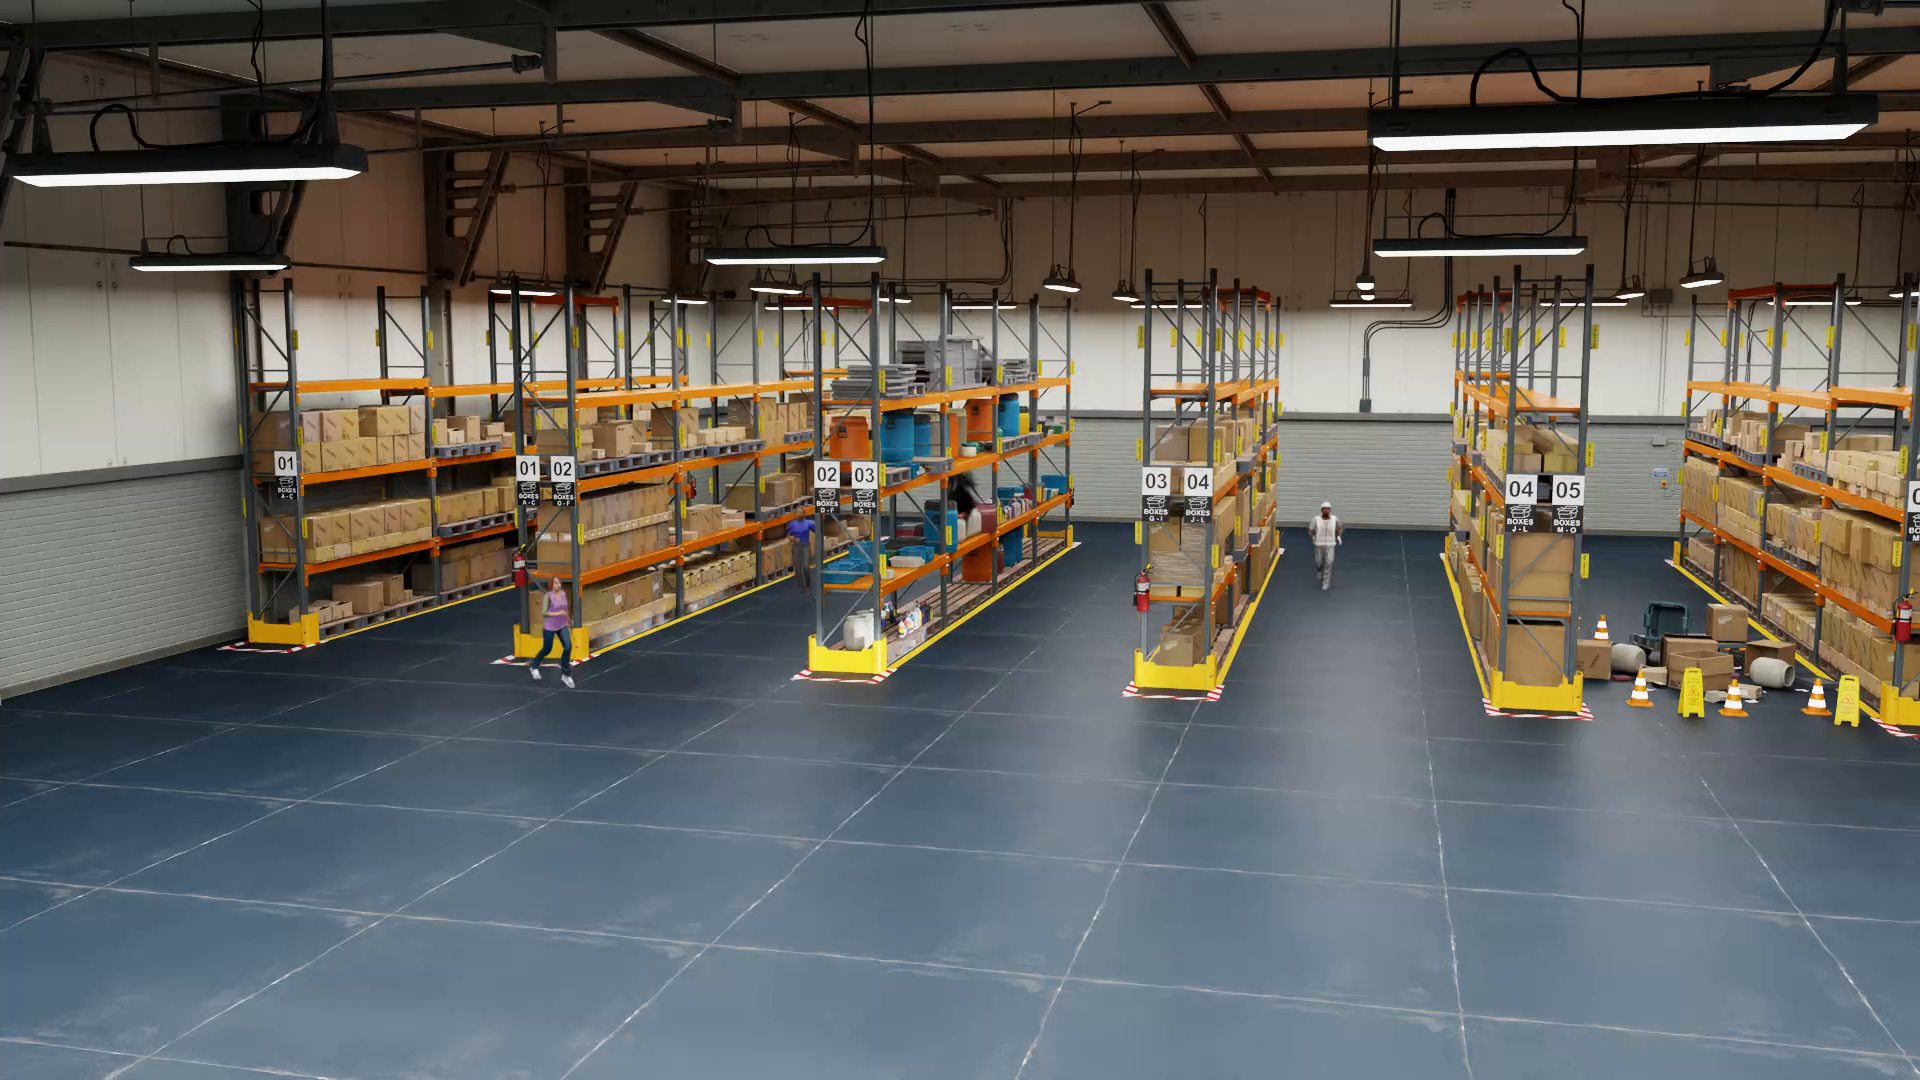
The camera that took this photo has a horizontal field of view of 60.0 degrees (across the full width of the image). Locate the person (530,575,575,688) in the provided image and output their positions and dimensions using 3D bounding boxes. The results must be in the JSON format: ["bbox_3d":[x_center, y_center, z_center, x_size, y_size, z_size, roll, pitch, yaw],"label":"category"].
[{"bbox_3d":[-5.925,1.311,24.238,0.849,1.630,0.550,6,9,42],"label":"person"}]

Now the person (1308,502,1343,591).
[{"bbox_3d":[7.361,0.116,33.511,0.692,1.766,0.914,1,7,8],"label":"person"}]

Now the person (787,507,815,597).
[{"bbox_3d":[-2.916,0.227,30.759,0.569,1.681,0.650,0,7,3],"label":"person"}]
